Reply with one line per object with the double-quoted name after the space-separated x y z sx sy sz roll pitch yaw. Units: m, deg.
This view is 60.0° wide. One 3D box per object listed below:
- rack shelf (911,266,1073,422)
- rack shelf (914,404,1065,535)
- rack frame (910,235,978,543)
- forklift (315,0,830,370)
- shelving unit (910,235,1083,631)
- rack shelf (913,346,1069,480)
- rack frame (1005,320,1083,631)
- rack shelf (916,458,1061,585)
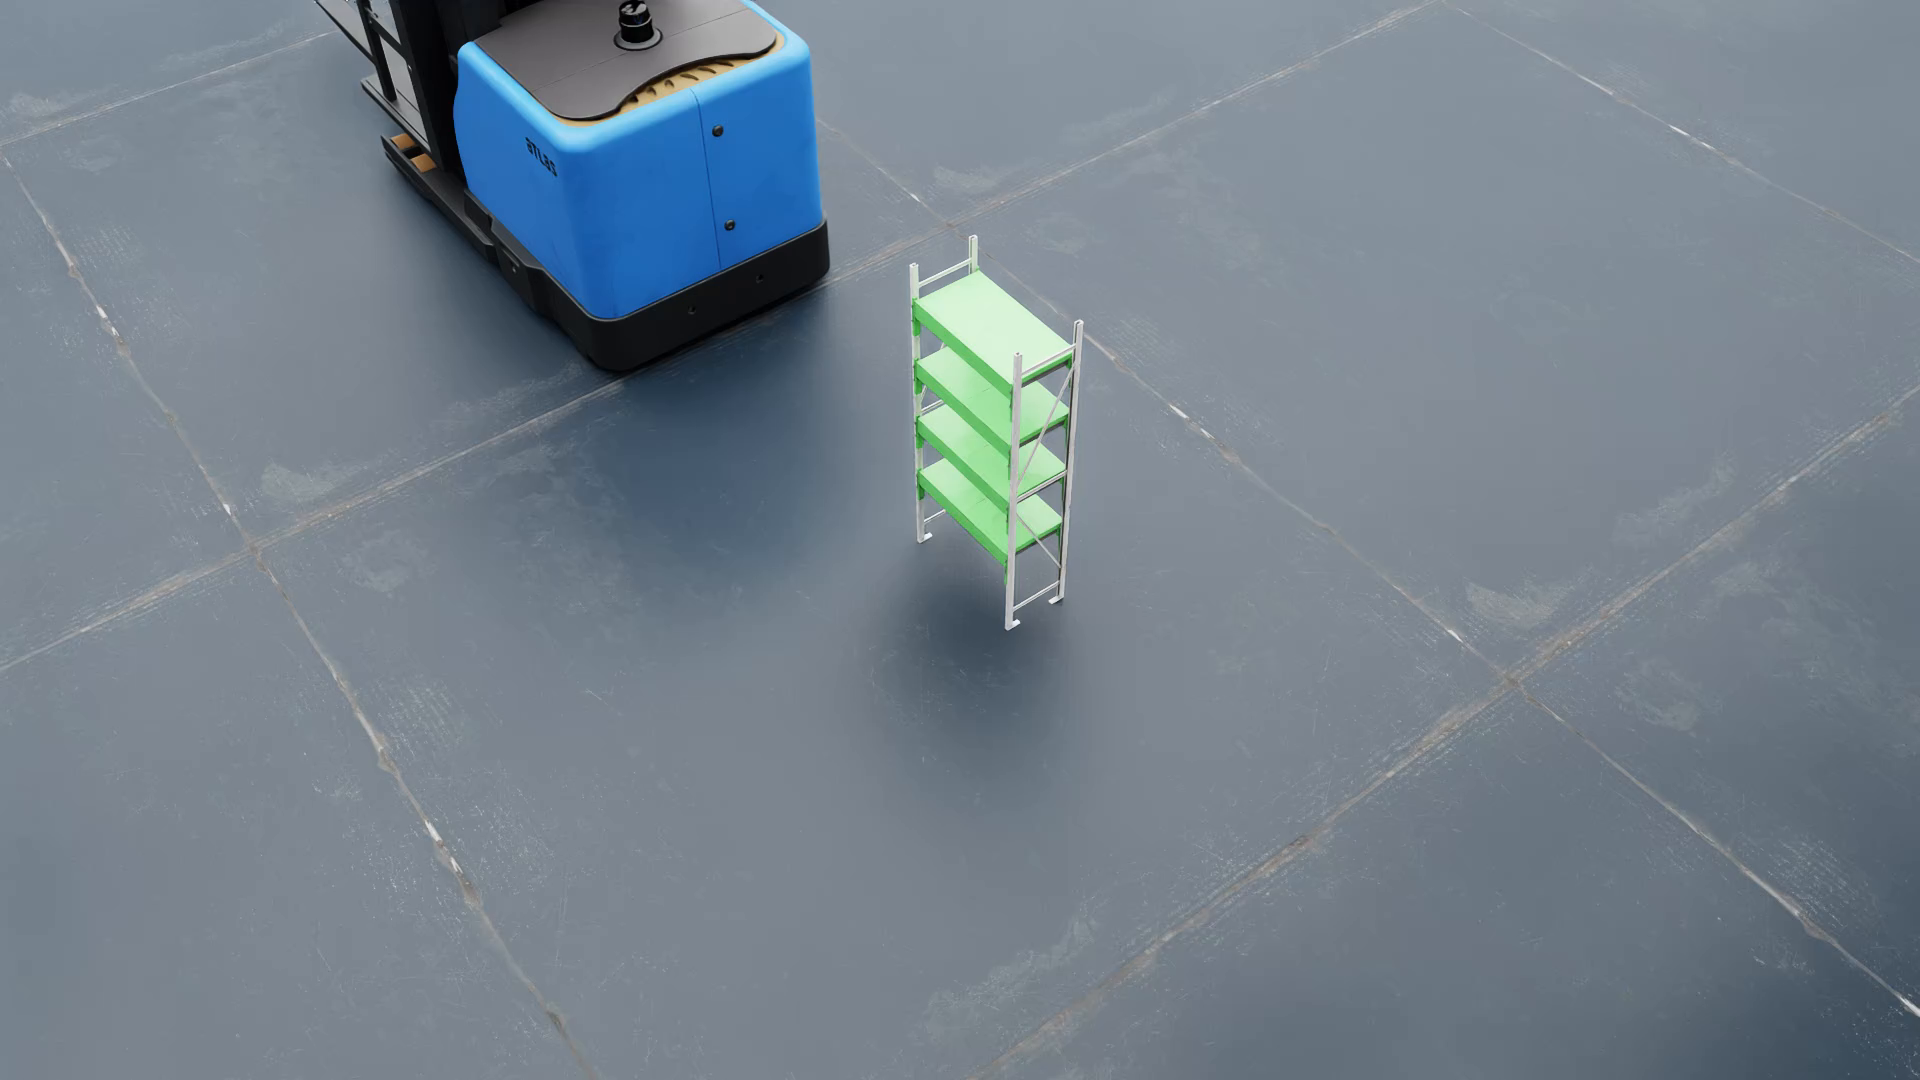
0.100 -0.585 4.909 0.258 0.148 0.480 -29 54 -24 "rack shelf"
0.100 -0.262 5.264 0.258 0.148 0.480 -29 54 -24 "rack shelf"
-0.048 -0.449 5.347 0.240 1.200 0.015 -29 54 -24 "rack frame"
-1.822 -2.661 6.184 1.130 2.935 3.031 -30 54 -24 "forklift"
0.100 -0.305 5.217 0.258 1.200 0.503 -29 54 -24 "shelving unit"
0.100 -0.424 5.087 0.258 0.148 0.480 -29 54 -24 "rack shelf"
0.248 -0.162 5.087 0.240 1.200 0.015 -29 54 -24 "rack frame"
0.100 -0.101 5.442 0.258 0.148 0.480 -29 54 -24 "rack shelf"
